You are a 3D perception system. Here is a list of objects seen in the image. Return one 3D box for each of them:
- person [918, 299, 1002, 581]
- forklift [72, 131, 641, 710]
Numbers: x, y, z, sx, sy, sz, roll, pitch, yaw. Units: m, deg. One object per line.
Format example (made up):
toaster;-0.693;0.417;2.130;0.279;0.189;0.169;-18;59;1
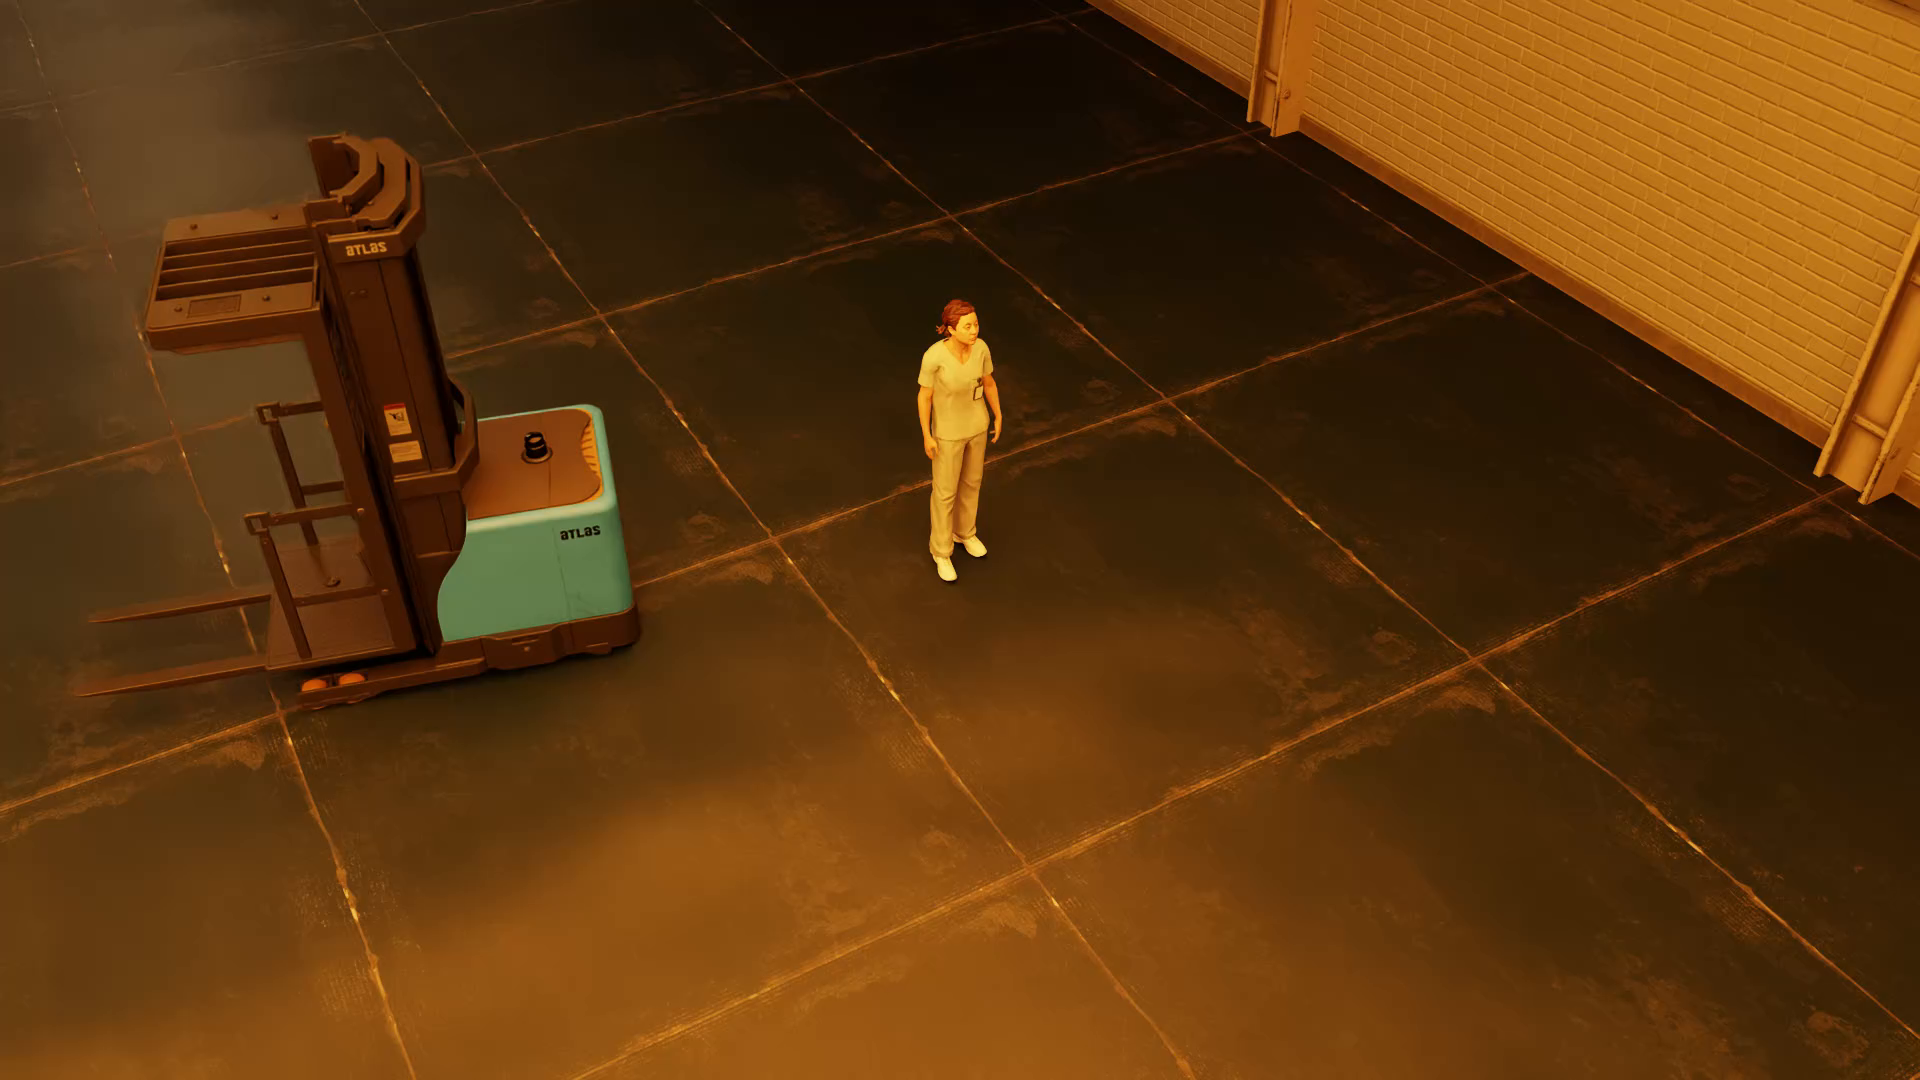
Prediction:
person;0.025;-0.602;9.741;0.549;1.665;0.549;-20;44;-23
forklift;-3.411;-0.567;8.720;3.031;2.935;1.130;-10;41;-11
